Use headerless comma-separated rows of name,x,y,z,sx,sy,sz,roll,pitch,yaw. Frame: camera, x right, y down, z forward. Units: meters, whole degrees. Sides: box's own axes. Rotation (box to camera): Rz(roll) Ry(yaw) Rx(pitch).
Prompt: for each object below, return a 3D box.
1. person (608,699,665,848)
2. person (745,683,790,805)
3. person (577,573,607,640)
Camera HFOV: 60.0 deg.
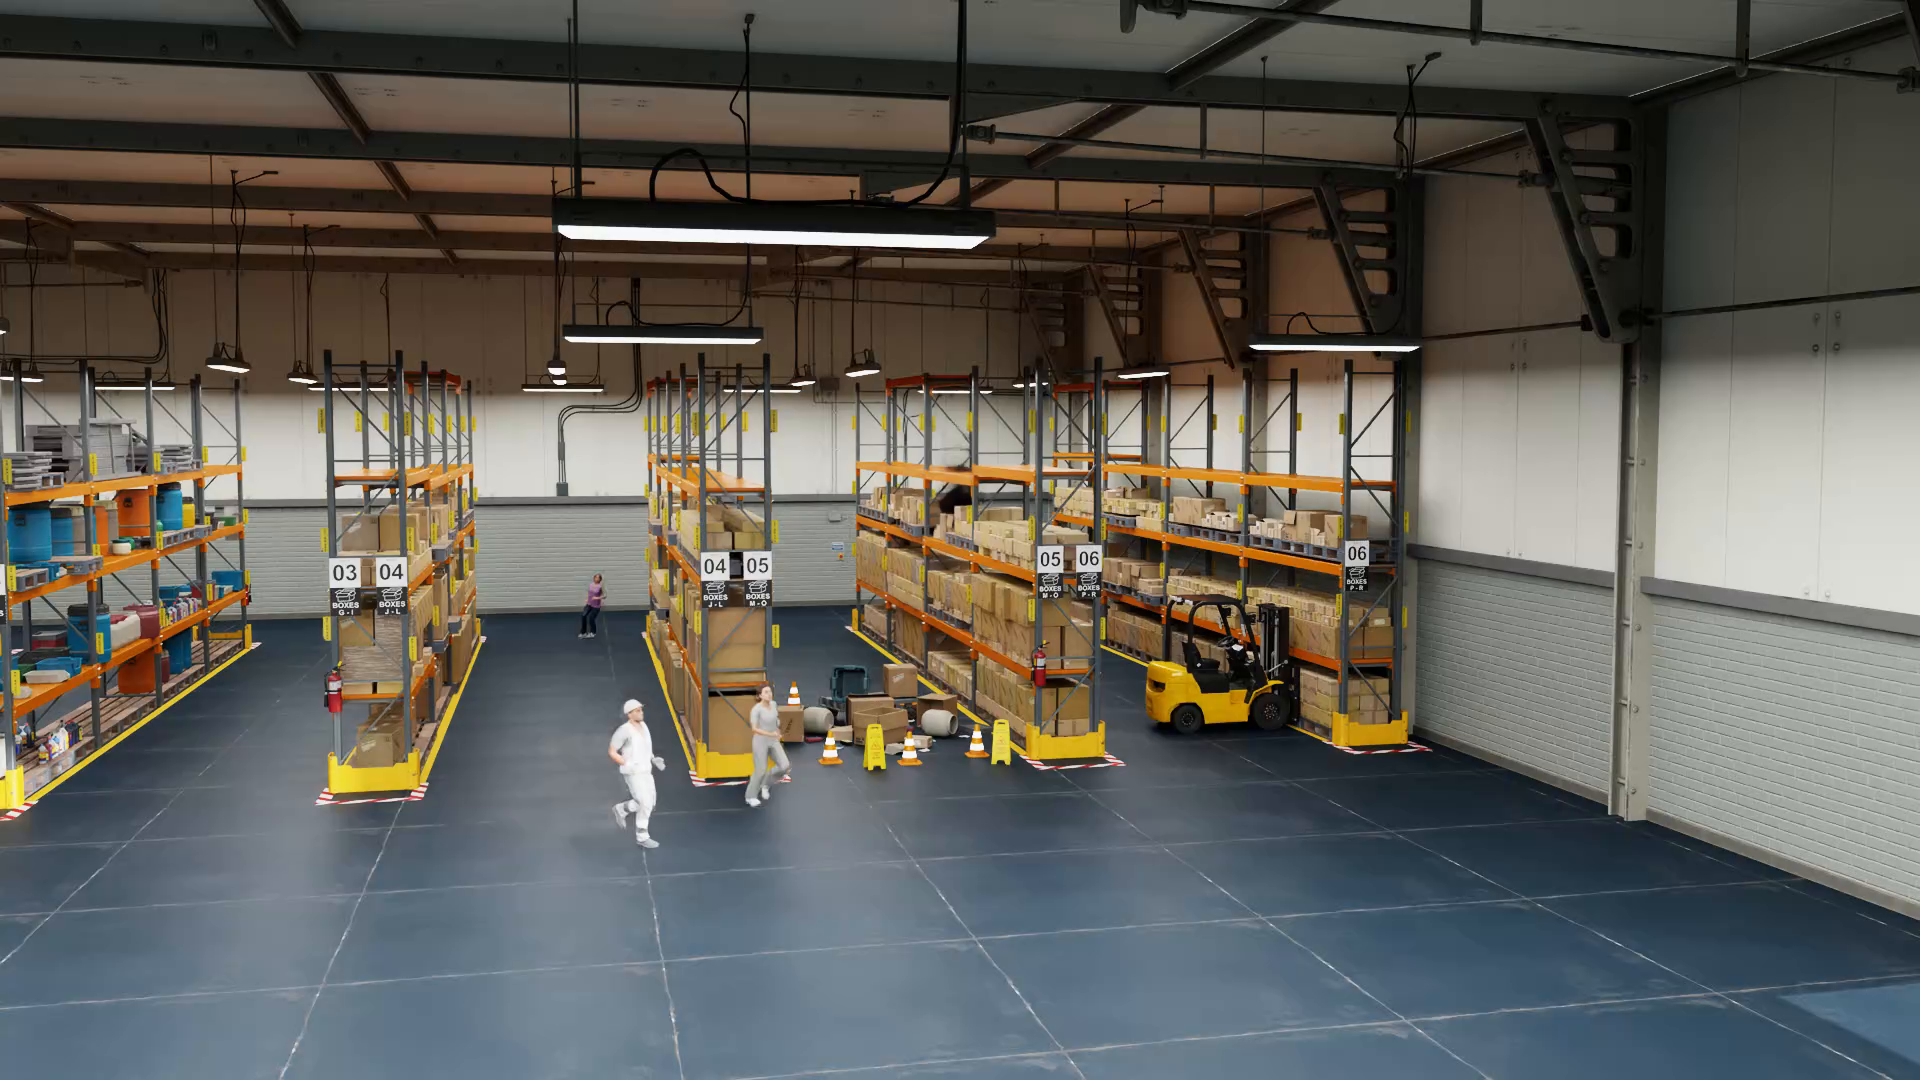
person,-3.895,2.764,19.753,0.697,1.752,0.655,2,4,24
person,-2.510,2.671,21.716,0.734,1.622,0.585,4,6,45
person,-8.529,1.549,38.748,0.673,1.564,0.555,1,4,19
